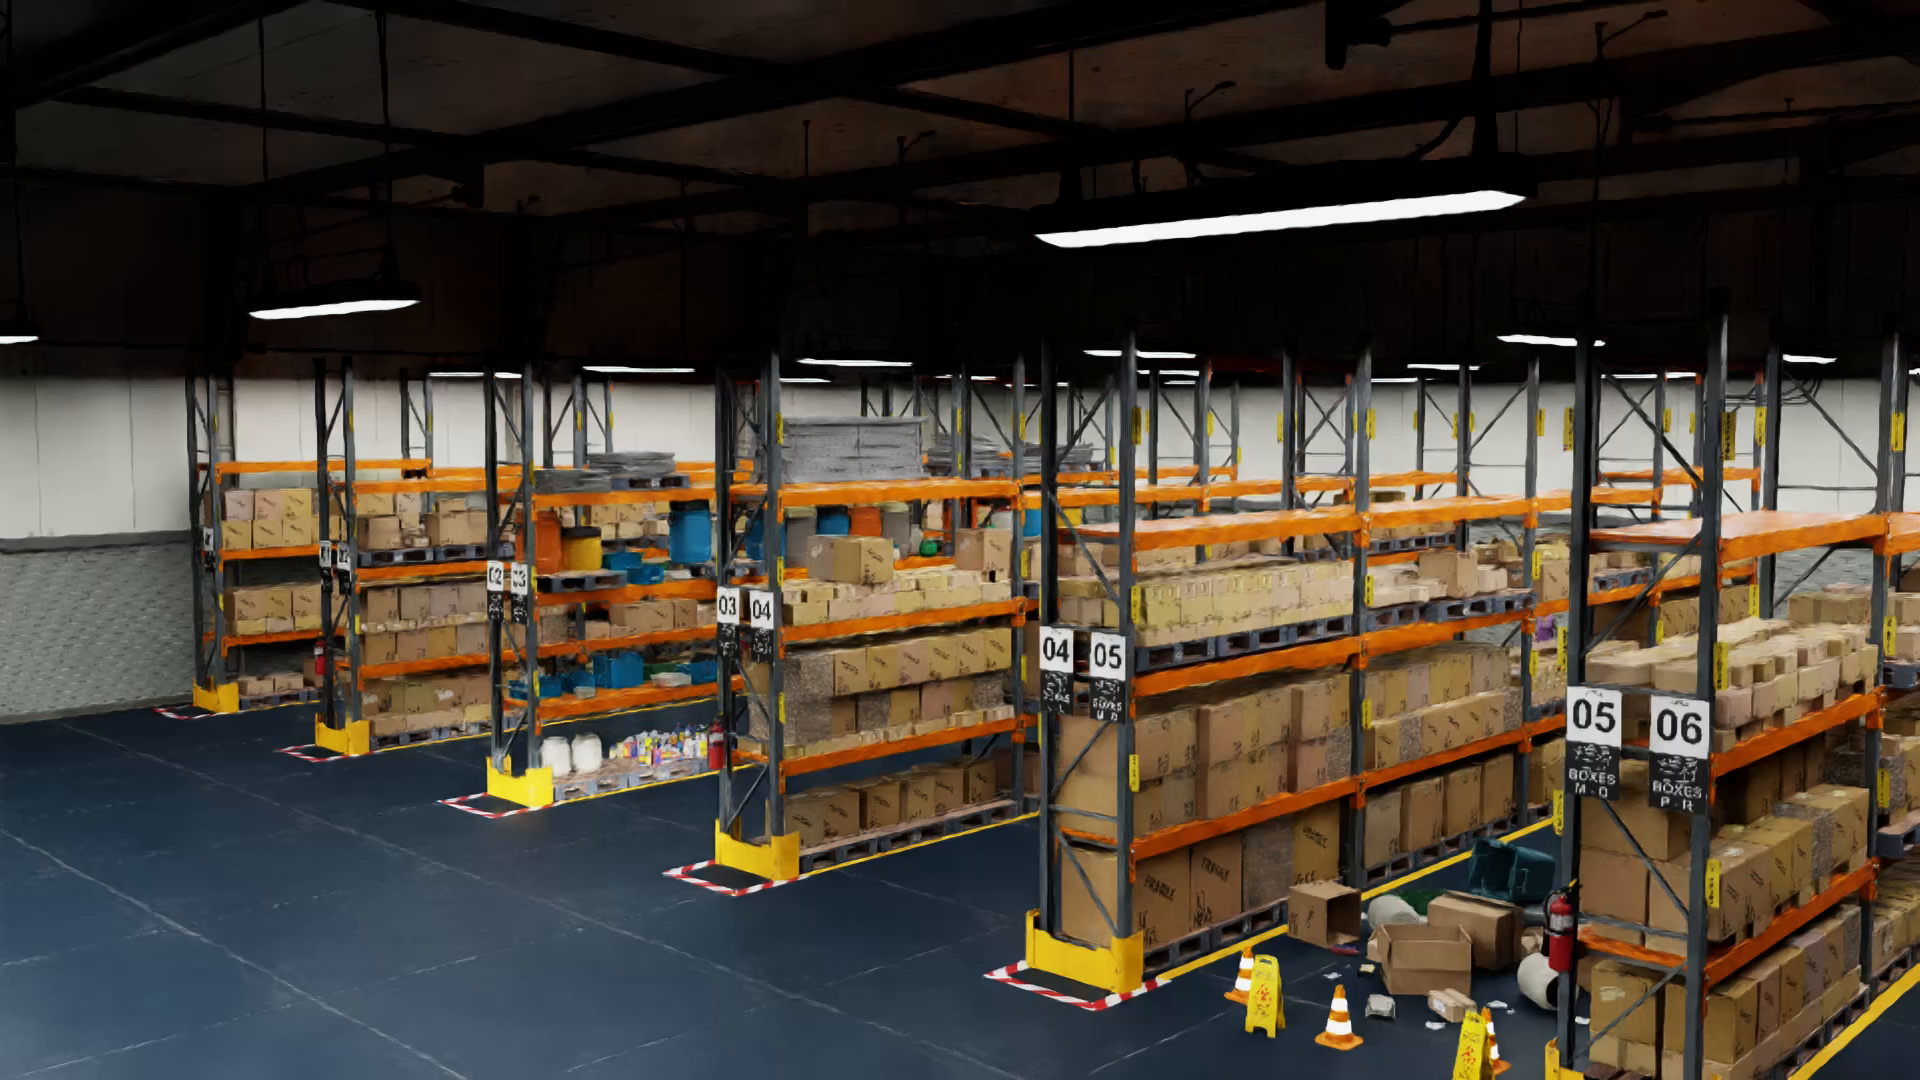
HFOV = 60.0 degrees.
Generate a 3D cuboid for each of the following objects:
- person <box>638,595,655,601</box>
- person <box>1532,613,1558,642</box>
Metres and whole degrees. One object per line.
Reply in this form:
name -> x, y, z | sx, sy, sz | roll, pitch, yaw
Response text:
person -> -6.349, 1.785, 33.712 | 0.538, 1.583, 1.014 | 3, 5, 35
person -> 11.236, 1.947, 31.907 | 0.547, 1.527, 0.782 | 2, 5, 27
